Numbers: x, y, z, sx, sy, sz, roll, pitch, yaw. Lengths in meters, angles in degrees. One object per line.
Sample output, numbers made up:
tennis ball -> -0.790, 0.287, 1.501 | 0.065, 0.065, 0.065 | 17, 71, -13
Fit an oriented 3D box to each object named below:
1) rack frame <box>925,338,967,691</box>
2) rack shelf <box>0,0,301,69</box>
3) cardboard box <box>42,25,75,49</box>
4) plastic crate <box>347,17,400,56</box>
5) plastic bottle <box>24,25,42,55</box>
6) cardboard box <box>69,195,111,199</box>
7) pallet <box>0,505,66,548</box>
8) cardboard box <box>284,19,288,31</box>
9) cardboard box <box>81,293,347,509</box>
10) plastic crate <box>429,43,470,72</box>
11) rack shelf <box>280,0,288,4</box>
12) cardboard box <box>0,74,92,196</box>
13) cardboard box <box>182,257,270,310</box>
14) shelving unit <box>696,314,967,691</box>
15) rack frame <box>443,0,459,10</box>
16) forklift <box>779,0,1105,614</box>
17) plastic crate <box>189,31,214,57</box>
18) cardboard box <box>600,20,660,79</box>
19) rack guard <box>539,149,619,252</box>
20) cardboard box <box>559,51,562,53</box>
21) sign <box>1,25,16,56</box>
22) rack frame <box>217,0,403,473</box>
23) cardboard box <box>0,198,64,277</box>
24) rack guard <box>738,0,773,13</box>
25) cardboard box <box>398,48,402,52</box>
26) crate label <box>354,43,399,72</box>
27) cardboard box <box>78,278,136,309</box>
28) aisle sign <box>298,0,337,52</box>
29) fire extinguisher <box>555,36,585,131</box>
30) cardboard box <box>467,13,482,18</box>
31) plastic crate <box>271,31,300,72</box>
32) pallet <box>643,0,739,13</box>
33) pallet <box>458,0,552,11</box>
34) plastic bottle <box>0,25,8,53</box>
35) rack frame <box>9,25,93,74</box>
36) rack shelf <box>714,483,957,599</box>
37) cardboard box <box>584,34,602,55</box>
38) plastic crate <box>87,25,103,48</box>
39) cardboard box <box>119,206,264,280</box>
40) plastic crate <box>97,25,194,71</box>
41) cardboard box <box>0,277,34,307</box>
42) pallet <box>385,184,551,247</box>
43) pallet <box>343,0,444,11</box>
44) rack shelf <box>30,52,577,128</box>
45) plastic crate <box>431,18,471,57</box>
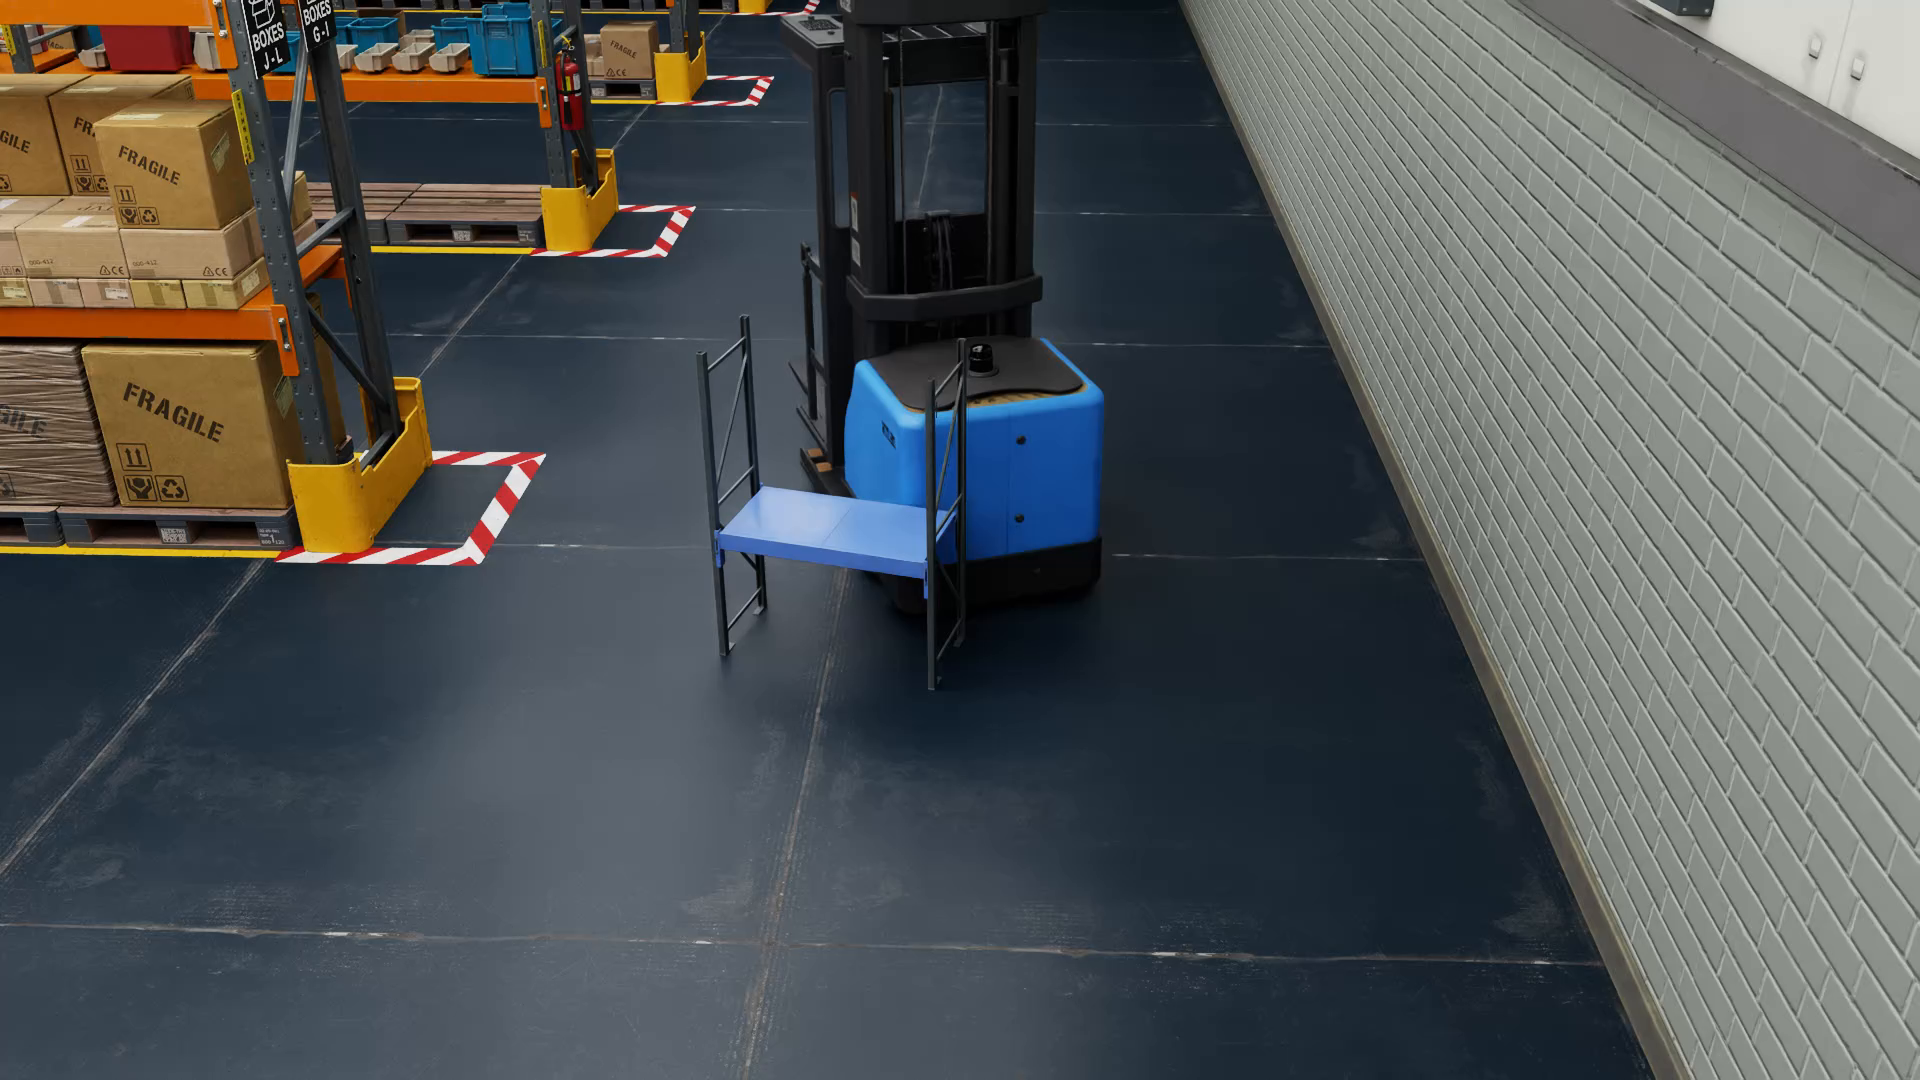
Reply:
rack frame -> -0.057, -0.097, 7.332 | 0.032, 1.500, 0.500 | 8, 29, 15
rack shelf -> -5.253, -2.572, 7.965 | 4.000, 0.370, 1.077 | 1, 28, 2
cardboard box -> -9.427, -5.233, 17.618 | 0.500, 0.500, 0.500 | 1, 28, 1
plastic crate -> -4.631, -3.983, 13.175 | 0.300, 0.233, 0.416 | 1, 28, 2
plastic bottle -> -7.458, -4.053, 13.245 | 0.185, 0.351, 0.144 | 1, 28, 2
cardboard box -> -4.245, -1.737, 8.666 | 0.500, 0.250, 0.500 | 1, 28, 1
pallet -> -5.273, -0.298, 9.086 | 1.213, 0.211, 1.003 | 1, 28, 2
cardboard box -> -7.402, -5.199, 17.553 | 0.500, 0.500, 0.500 | 1, 28, 2
cardboard box -> -3.897, -0.752, 8.785 | 0.875, 0.875, 0.875 | 1, 28, 2
plastic crate -> -3.901, -3.689, 12.723 | 0.243, 0.136, 0.396 | 1, 28, 2
rack shelf -> -8.898, -5.950, 17.539 | 4.000, 0.370, 1.077 | 1, 28, 2
cardboard box -> -4.743, -2.076, 8.506 | 0.500, 0.500, 0.500 | 0, 28, 0
cardboard box -> -3.622, -1.272, 8.216 | 0.250, 0.149, 0.380 | 1, 28, 3
shelving unit -> -0.544, -0.166, 7.462 | 1.048, 1.500, 0.538 | 8, 29, 15
rack frame -> -6.728, -8.553, 21.683 | 0.127, 3.000, 1.000 | 1, 28, 2
forklift -> -0.263, -1.615, 8.668 | 1.130, 2.935, 3.031 | -9, 29, -17
plastic crate -> -5.949, -3.928, 13.188 | 0.590, 0.125, 0.437 | 1, 28, 2
cardboard box -> -3.453, -5.152, 17.466 | 0.500, 0.500, 0.500 | 1, 28, 2
rack guard -> -3.055, -2.751, 13.406 | 0.348, 0.500, 1.175 | 1, 28, 2
cardboard box -> -4.402, -5.071, 17.580 | 0.500, 0.250, 0.500 | 1, 28, 2
sign -> -7.099, -3.781, 12.384 | 0.005, 0.325, 0.100 | 1, 28, 2
rack frame -> -3.255, -1.532, 8.437 | 0.127, 3.000, 1.000 | 1, 28, 2
cardboard box -> -4.764, -1.498, 8.215 | 0.500, 0.250, 0.500 | 0, 28, 0
rack guard -> -2.706, -7.382, 22.143 | 0.348, 0.500, 1.175 | 1, 28, 2
cardboard box -> -5.943, -5.315, 18.147 | 0.250, 0.149, 0.380 | 1, 28, 2
crate label -> -4.470, -3.693, 12.732 | 0.243, 0.136, 0.396 | 1, 28, 2
cardboard box -> -4.134, -1.281, 8.231 | 0.250, 0.149, 0.380 | 1, 28, 2
aisle sign -> -3.172, -2.820, 8.091 | 0.004, 0.787, 0.394 | 1, 28, 2
fire extinguisher -> -2.945, -3.436, 12.510 | 0.183, 0.674, 0.296 | 1, 28, 2
cardboard box -> -5.021, -5.297, 17.736 | 0.637, 0.503, 0.797 | 1, 28, 2
plastic crate -> -5.141, -3.717, 12.673 | 0.300, 0.233, 0.416 | 1, 28, 2
pallet -> -3.532, -7.232, 22.167 | 1.213, 0.211, 1.003 | 1, 28, 2
pallet -> -5.971, -7.272, 22.243 | 1.213, 0.211, 1.003 | 1, 28, 2
plastic bottle -> -7.678, -4.030, 13.361 | 0.097, 0.201, 0.097 | 0, 28, 0
rack frame -> -7.077, -3.916, 12.935 | 0.127, 3.000, 1.000 | 1, 28, 2
rack shelf -> -0.544, -0.007, 7.546 | 1.000, 0.185, 0.538 | 8, 29, 15
cardboard box -> -3.934, -5.298, 18.008 | 0.500, 0.250, 0.500 | 1, 28, 2
plastic crate -> -6.599, -4.088, 13.211 | 0.575, 0.384, 0.392 | 1, 28, 2
cardboard box -> -3.748, -1.481, 8.183 | 0.500, 0.250, 0.500 | 1, 28, 1
plastic crate -> -6.194, -3.839, 12.657 | 0.583, 0.464, 0.402 | 1, 28, 2
cardboard box -> -4.643, -1.289, 8.247 | 0.250, 0.149, 0.380 | 0, 28, 1
pallet -> -3.903, -2.650, 13.523 | 1.213, 0.211, 1.003 | 1, 28, 2
pallet -> -7.502, -7.299, 22.293 | 1.213, 0.211, 1.003 | 1, 28, 2
rack shelf -> -5.079, -3.565, 13.041 | 4.000, 0.370, 1.077 | 1, 28, 2
plastic crate -> -3.973, -3.972, 13.154 | 0.300, 0.233, 0.416 | 1, 28, 2
